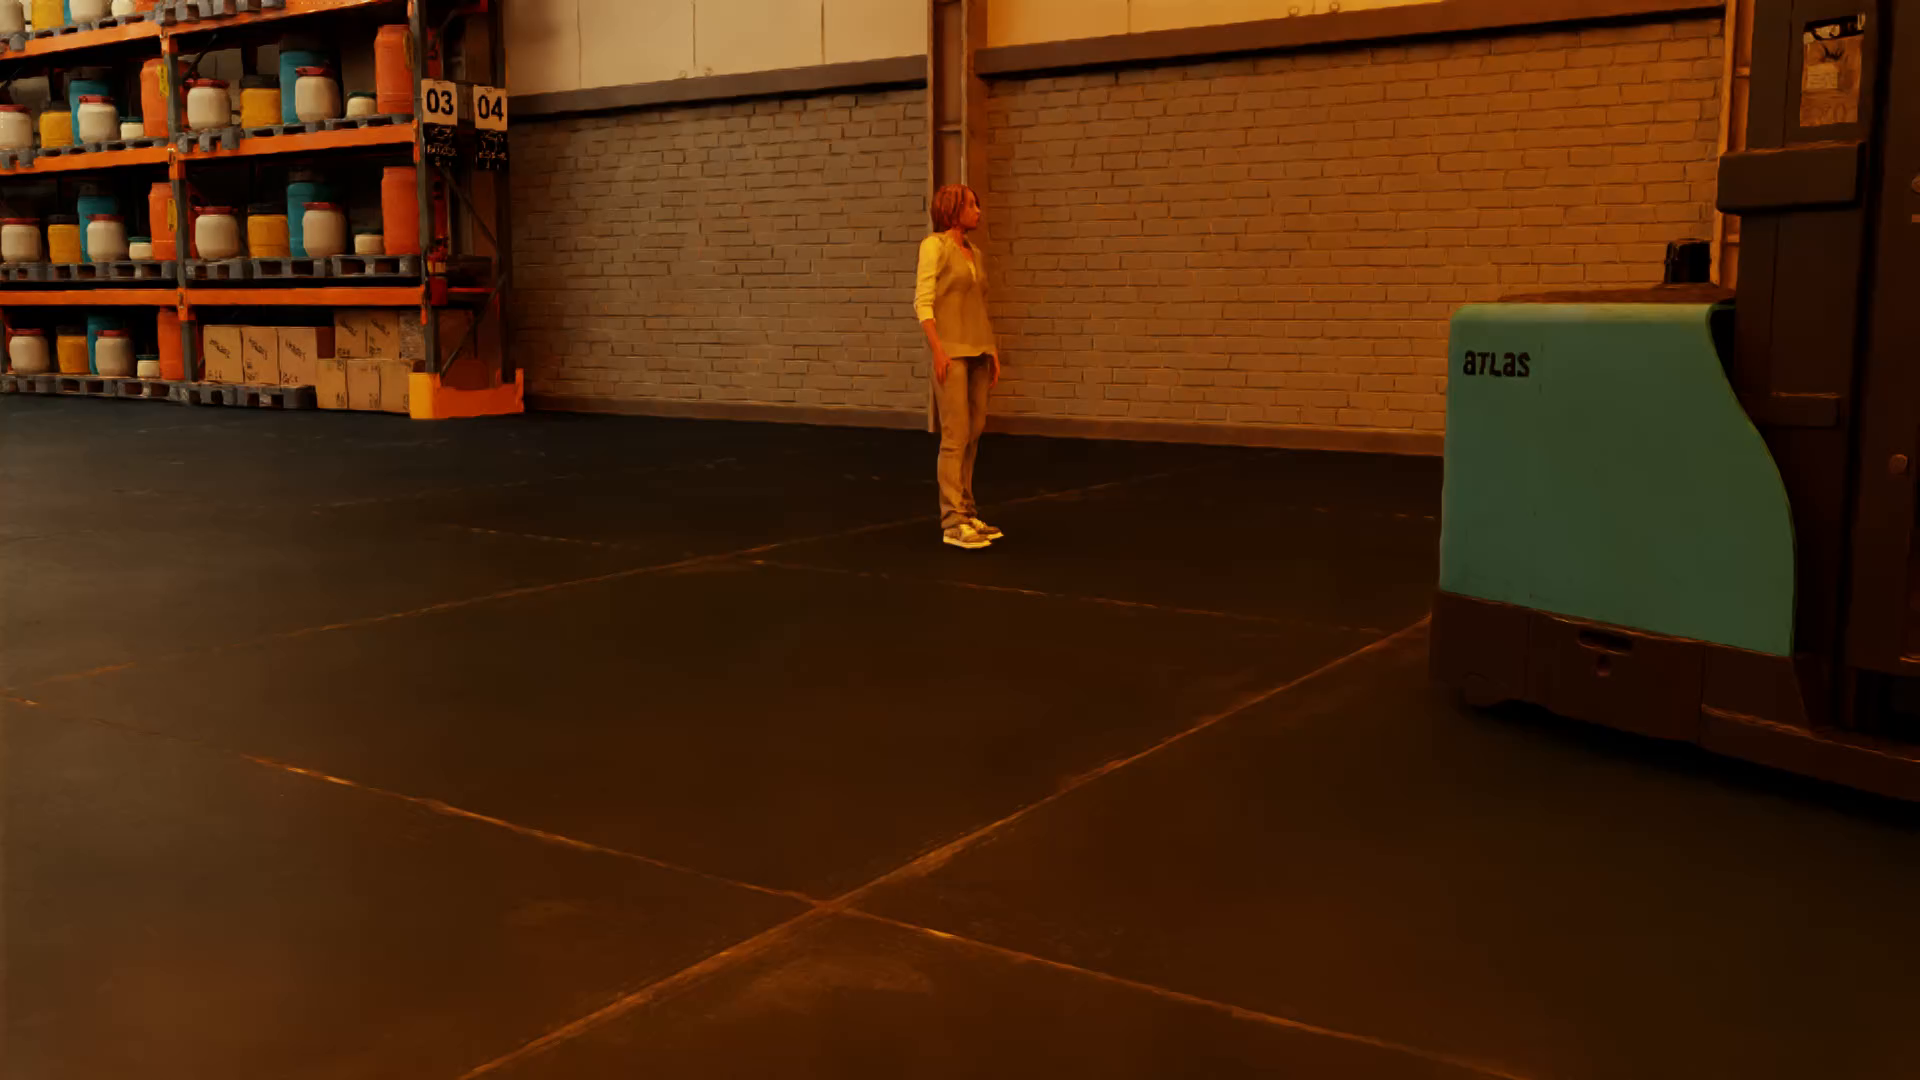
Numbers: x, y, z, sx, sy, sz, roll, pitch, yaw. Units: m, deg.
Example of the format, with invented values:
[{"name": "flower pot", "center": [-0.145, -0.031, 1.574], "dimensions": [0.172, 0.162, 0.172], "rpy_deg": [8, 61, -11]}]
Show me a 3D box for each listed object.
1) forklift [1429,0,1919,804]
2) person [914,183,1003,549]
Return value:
[{"name": "forklift", "center": [2.470, -0.872, 3.327], "dimensions": [1.130, 2.935, 3.031], "rpy_deg": [-5, 9, -31]}, {"name": "person", "center": [0.054, -0.790, 7.438], "dimensions": [0.474, 1.597, 0.521], "rpy_deg": [5, 10, 34]}]
